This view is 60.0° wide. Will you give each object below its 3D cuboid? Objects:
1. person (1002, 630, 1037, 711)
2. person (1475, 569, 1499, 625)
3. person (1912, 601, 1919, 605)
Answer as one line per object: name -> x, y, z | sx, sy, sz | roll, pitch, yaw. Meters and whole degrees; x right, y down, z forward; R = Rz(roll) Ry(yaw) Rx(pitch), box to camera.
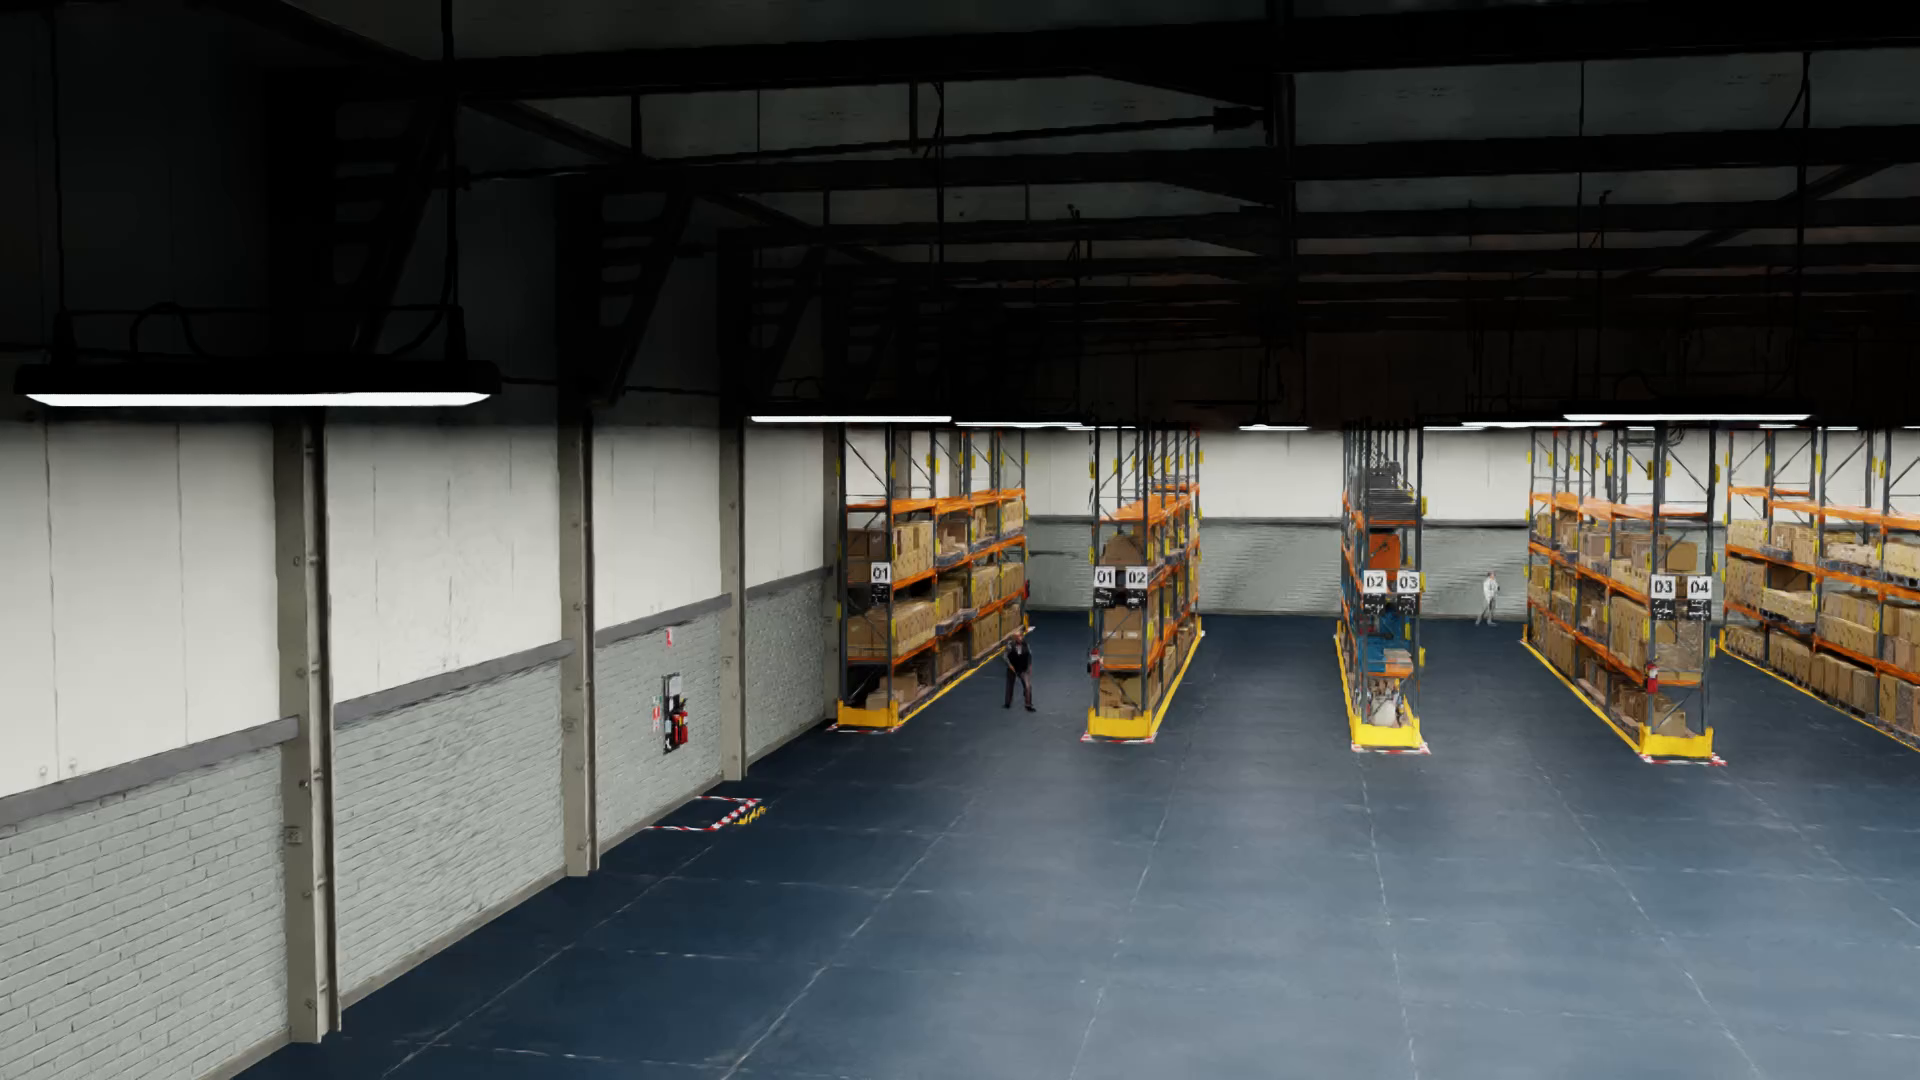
person -> 1.193, 2.669, 34.225 | 0.682, 1.657, 0.840 | 0, 4, -5
person -> 15.619, 1.697, 49.360 | 0.656, 1.668, 0.471 | -3, 4, -35
person -> 22.540, 2.274, 39.187 | 0.594, 1.782, 0.678 | 2, 4, 34
